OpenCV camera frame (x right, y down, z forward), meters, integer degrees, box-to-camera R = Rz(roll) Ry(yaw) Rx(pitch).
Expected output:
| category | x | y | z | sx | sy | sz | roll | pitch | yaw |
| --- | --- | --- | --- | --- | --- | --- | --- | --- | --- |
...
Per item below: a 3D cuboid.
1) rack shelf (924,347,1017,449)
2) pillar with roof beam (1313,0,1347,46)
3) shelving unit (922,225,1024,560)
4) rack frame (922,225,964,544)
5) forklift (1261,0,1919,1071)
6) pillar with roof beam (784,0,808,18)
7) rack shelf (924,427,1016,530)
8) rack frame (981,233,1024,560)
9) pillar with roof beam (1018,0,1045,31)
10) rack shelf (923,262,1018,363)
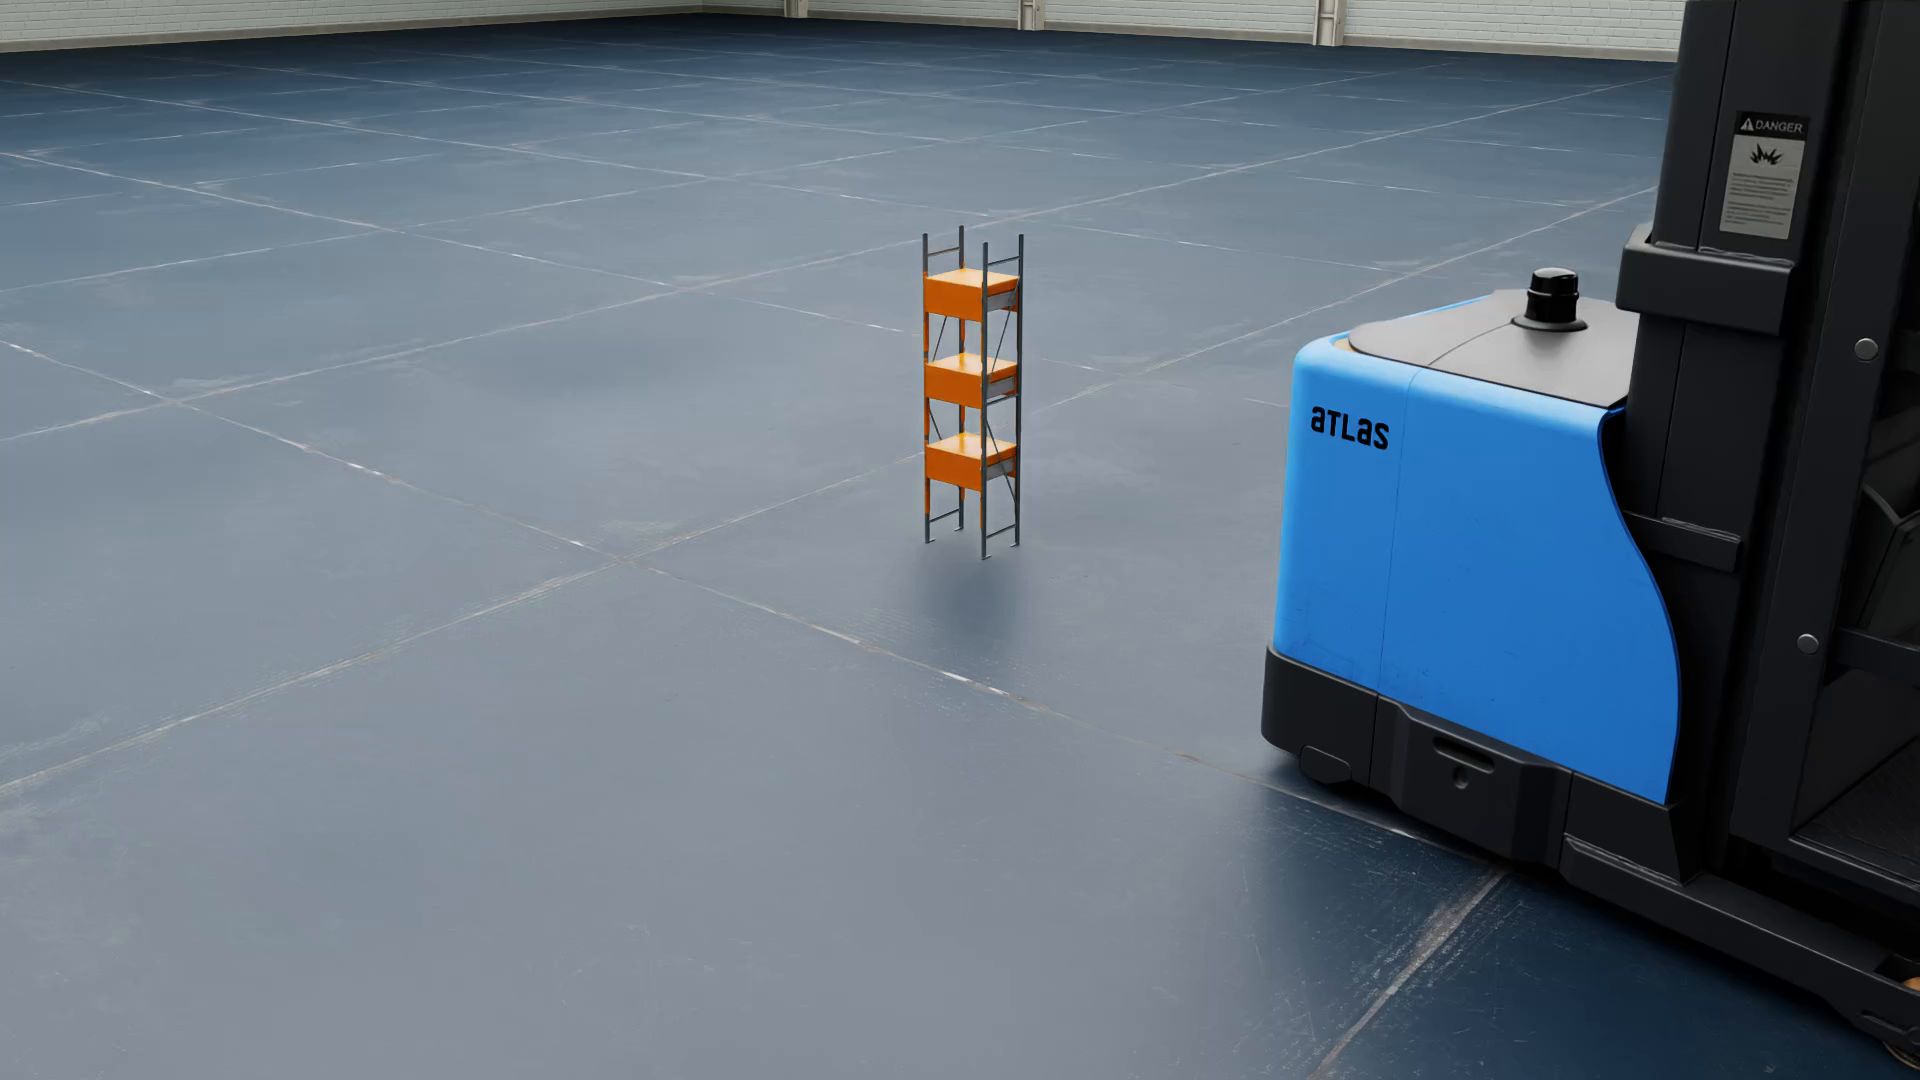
| category | x | y | z | sx | sy | sz | roll | pitch | yaw |
| --- | --- | --- | --- | --- | --- | --- | --- | --- | --- |
| rack shelf | 0.041 | -0.469 | 5.455 | 0.240 | 0.259 | 0.215 | 16 | 26 | 36 |
| pillar with roof beam | 3.230 | -11.039 | 22.188 | 0.400 | 9.000 | 9.100 | 16 | 26 | 36 |
| shelving unit | 0.041 | -0.479 | 5.451 | 0.252 | 1.050 | 0.215 | 16 | 26 | 36 |
| rack frame | -0.053 | -0.507 | 5.523 | 0.008 | 1.050 | 0.200 | 16 | 26 | 36 |
| forklift | 2.107 | -0.543 | 2.953 | 1.130 | 2.935 | 3.031 | -17 | 27 | -38 |
| pillar with roof beam | -6.067 | -13.716 | 29.288 | 0.400 | 9.000 | 9.100 | 16 | 26 | 36 |
| rack shelf | 0.041 | -0.209 | 5.553 | 0.240 | 0.259 | 0.215 | 16 | 26 | 36 |
| rack frame | 0.136 | -0.452 | 5.379 | 0.008 | 1.050 | 0.200 | 16 | 26 | 36 |
| pillar with roof beam | -1.419 | -12.378 | 25.738 | 0.400 | 9.000 | 9.100 | 16 | 26 | 36 |
| rack shelf | 0.041 | -0.735 | 5.355 | 0.240 | 0.259 | 0.215 | 16 | 26 | 36 |
